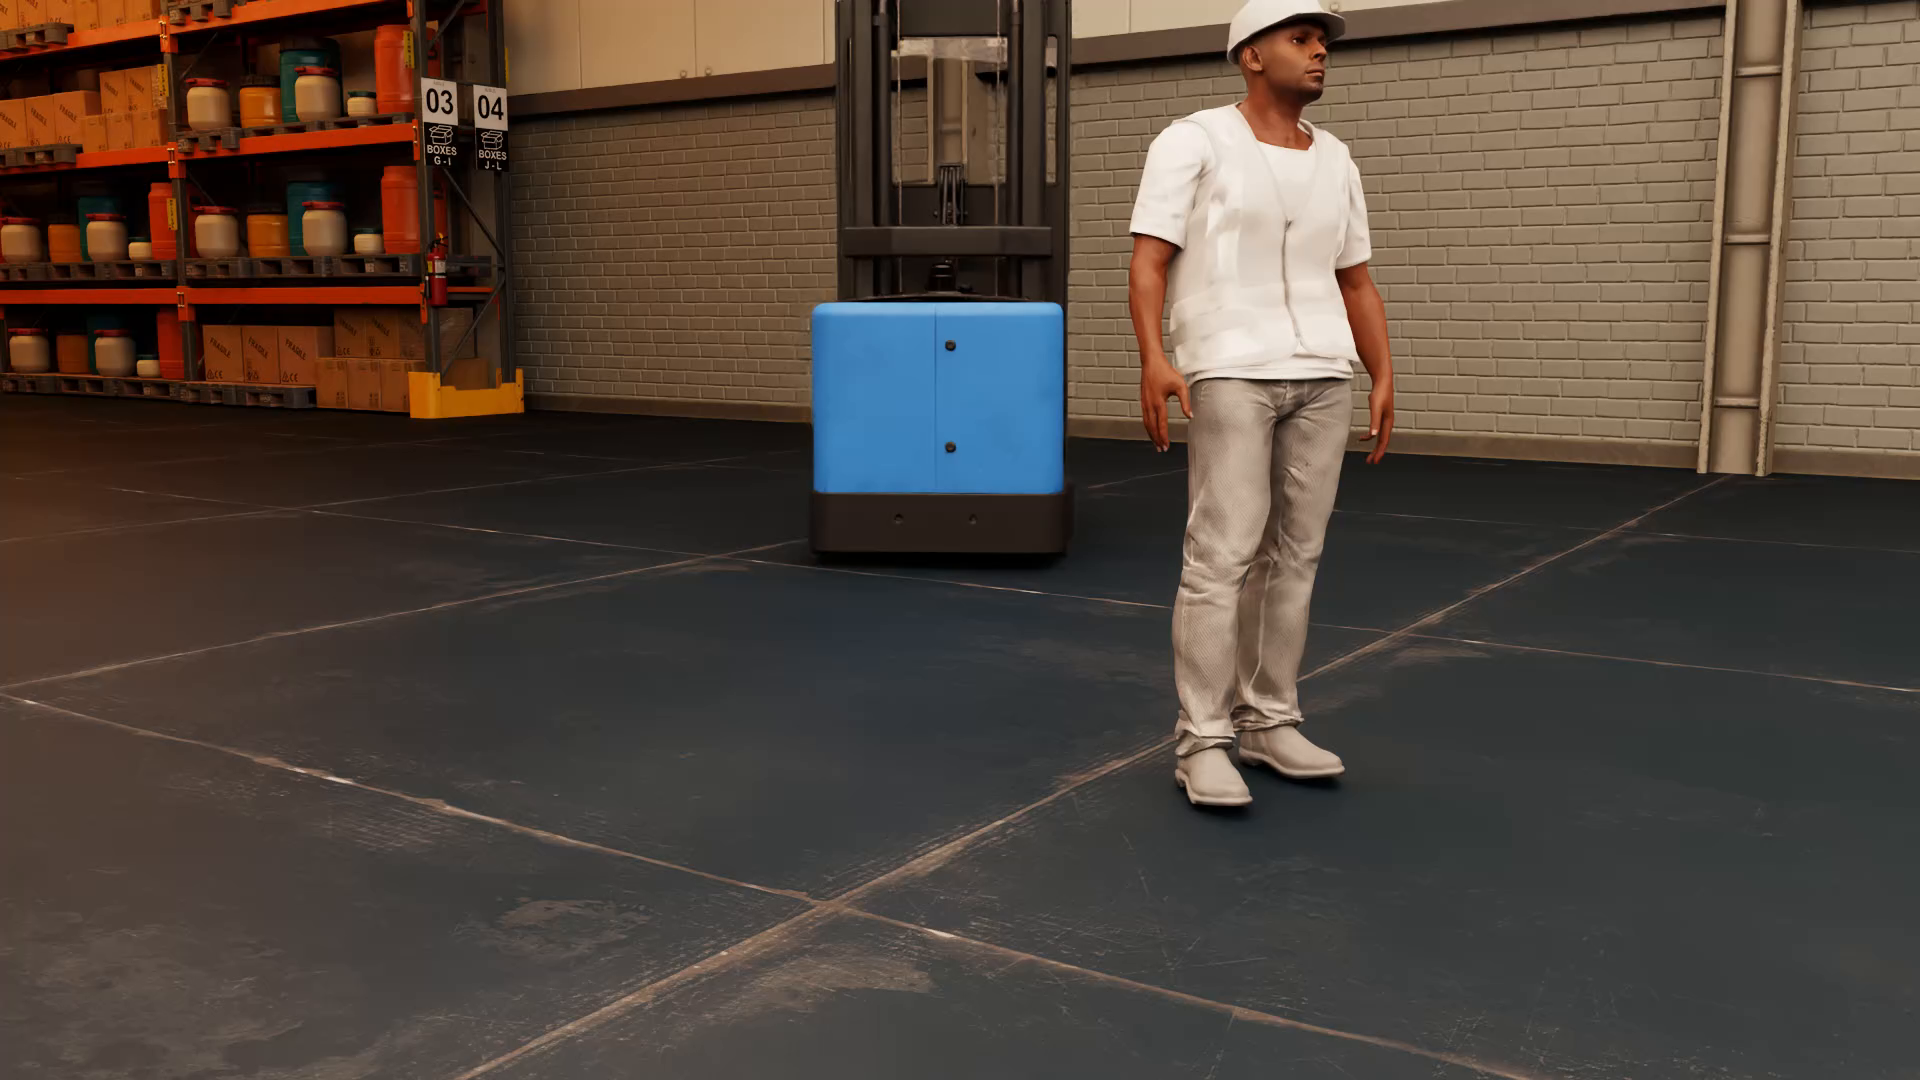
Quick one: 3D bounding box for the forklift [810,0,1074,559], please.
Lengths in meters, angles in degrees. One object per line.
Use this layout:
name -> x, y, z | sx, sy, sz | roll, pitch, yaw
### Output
forklift -> -0.020, -1.541, 8.031 | 1.130, 2.935, 3.031 | 0, 8, 3

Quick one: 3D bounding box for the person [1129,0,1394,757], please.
person -> 0.690, -0.385, 3.773 | 0.666, 1.706, 0.420 | -3, 9, -22
